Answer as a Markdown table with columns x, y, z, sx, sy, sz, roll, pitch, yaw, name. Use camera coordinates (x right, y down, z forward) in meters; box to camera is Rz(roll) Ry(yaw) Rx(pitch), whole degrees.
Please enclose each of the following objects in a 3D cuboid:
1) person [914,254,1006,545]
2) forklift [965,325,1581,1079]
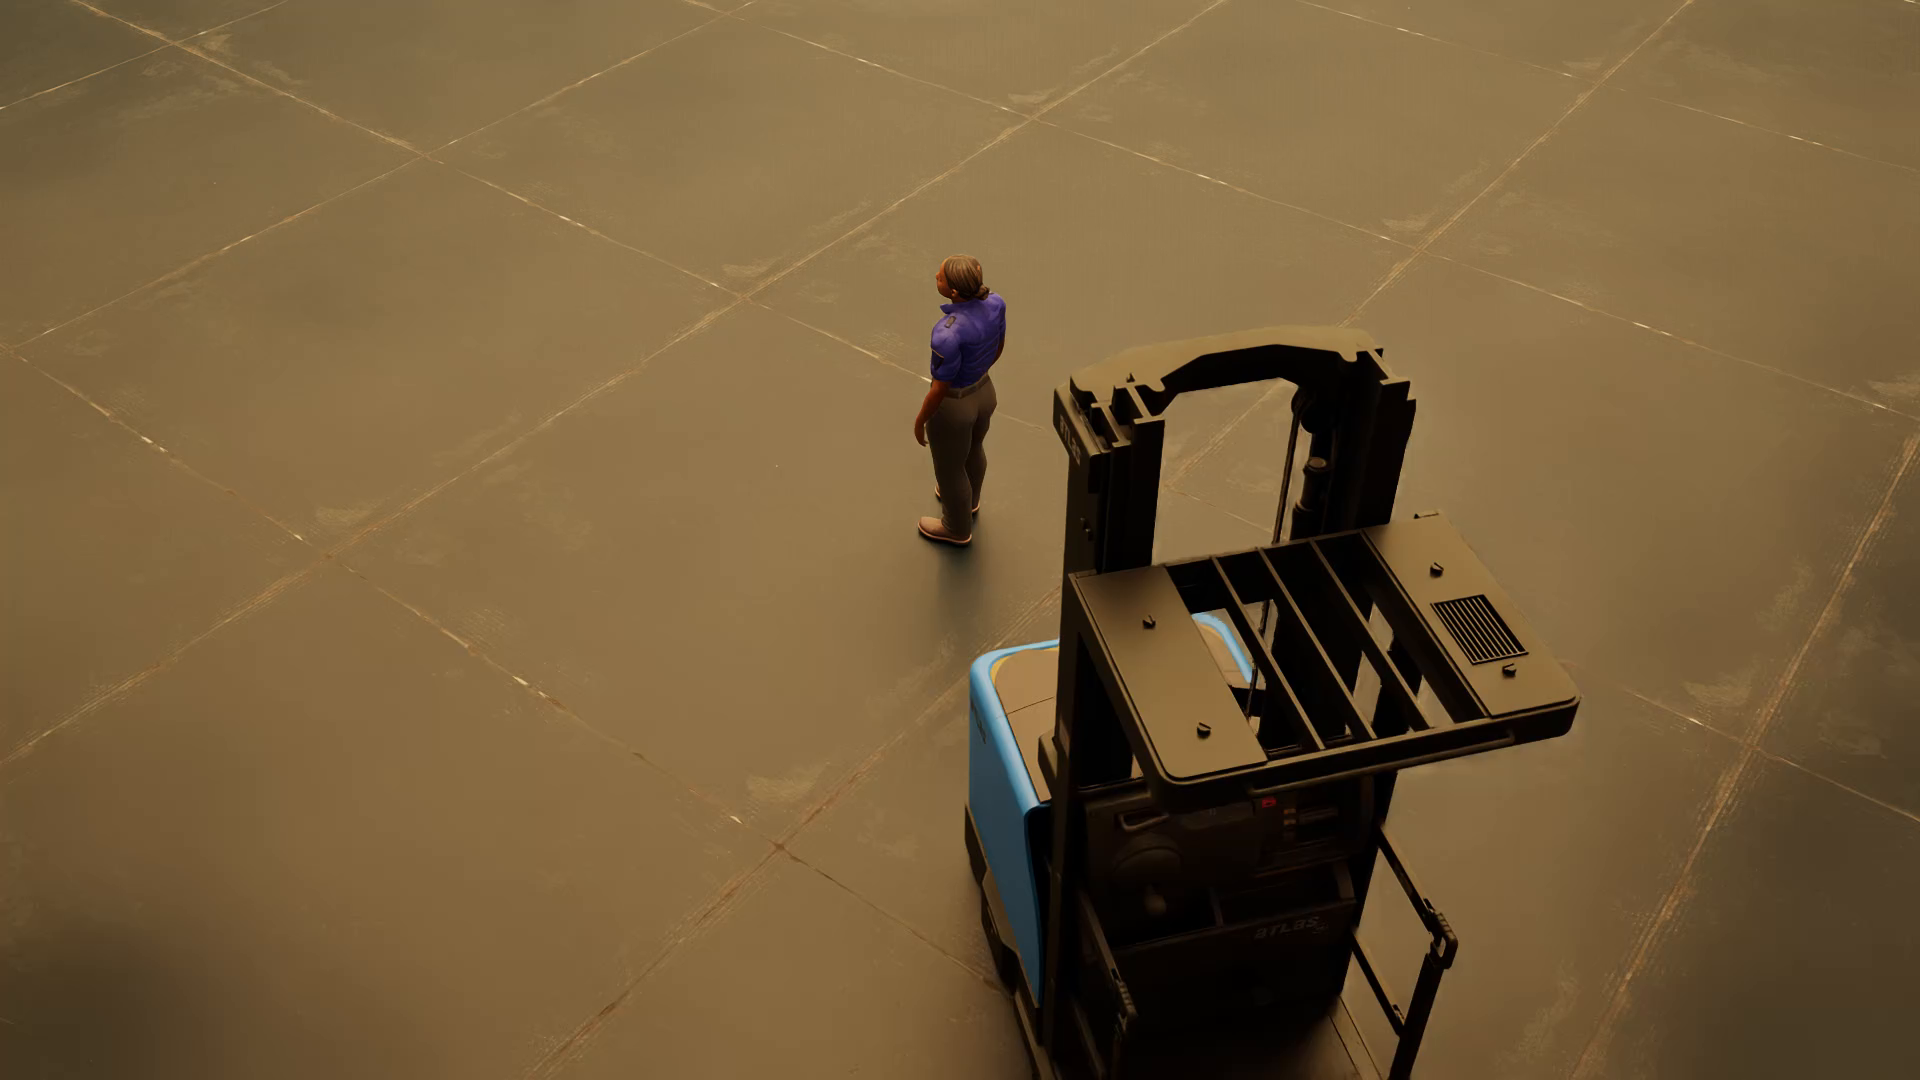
| x | y | z | sx | sy | sz | roll | pitch | yaw | name |
| --- | --- | --- | --- | --- | --- | --- | --- | --- | --- |
| -0.057 | -0.680 | 7.844 | 0.504 | 1.655 | 0.569 | 26 | 47 | 28 | person |
| 0.885 | 0.974 | 4.932 | 1.130 | 2.935 | 3.031 | -10 | 41 | -11 | forklift |
